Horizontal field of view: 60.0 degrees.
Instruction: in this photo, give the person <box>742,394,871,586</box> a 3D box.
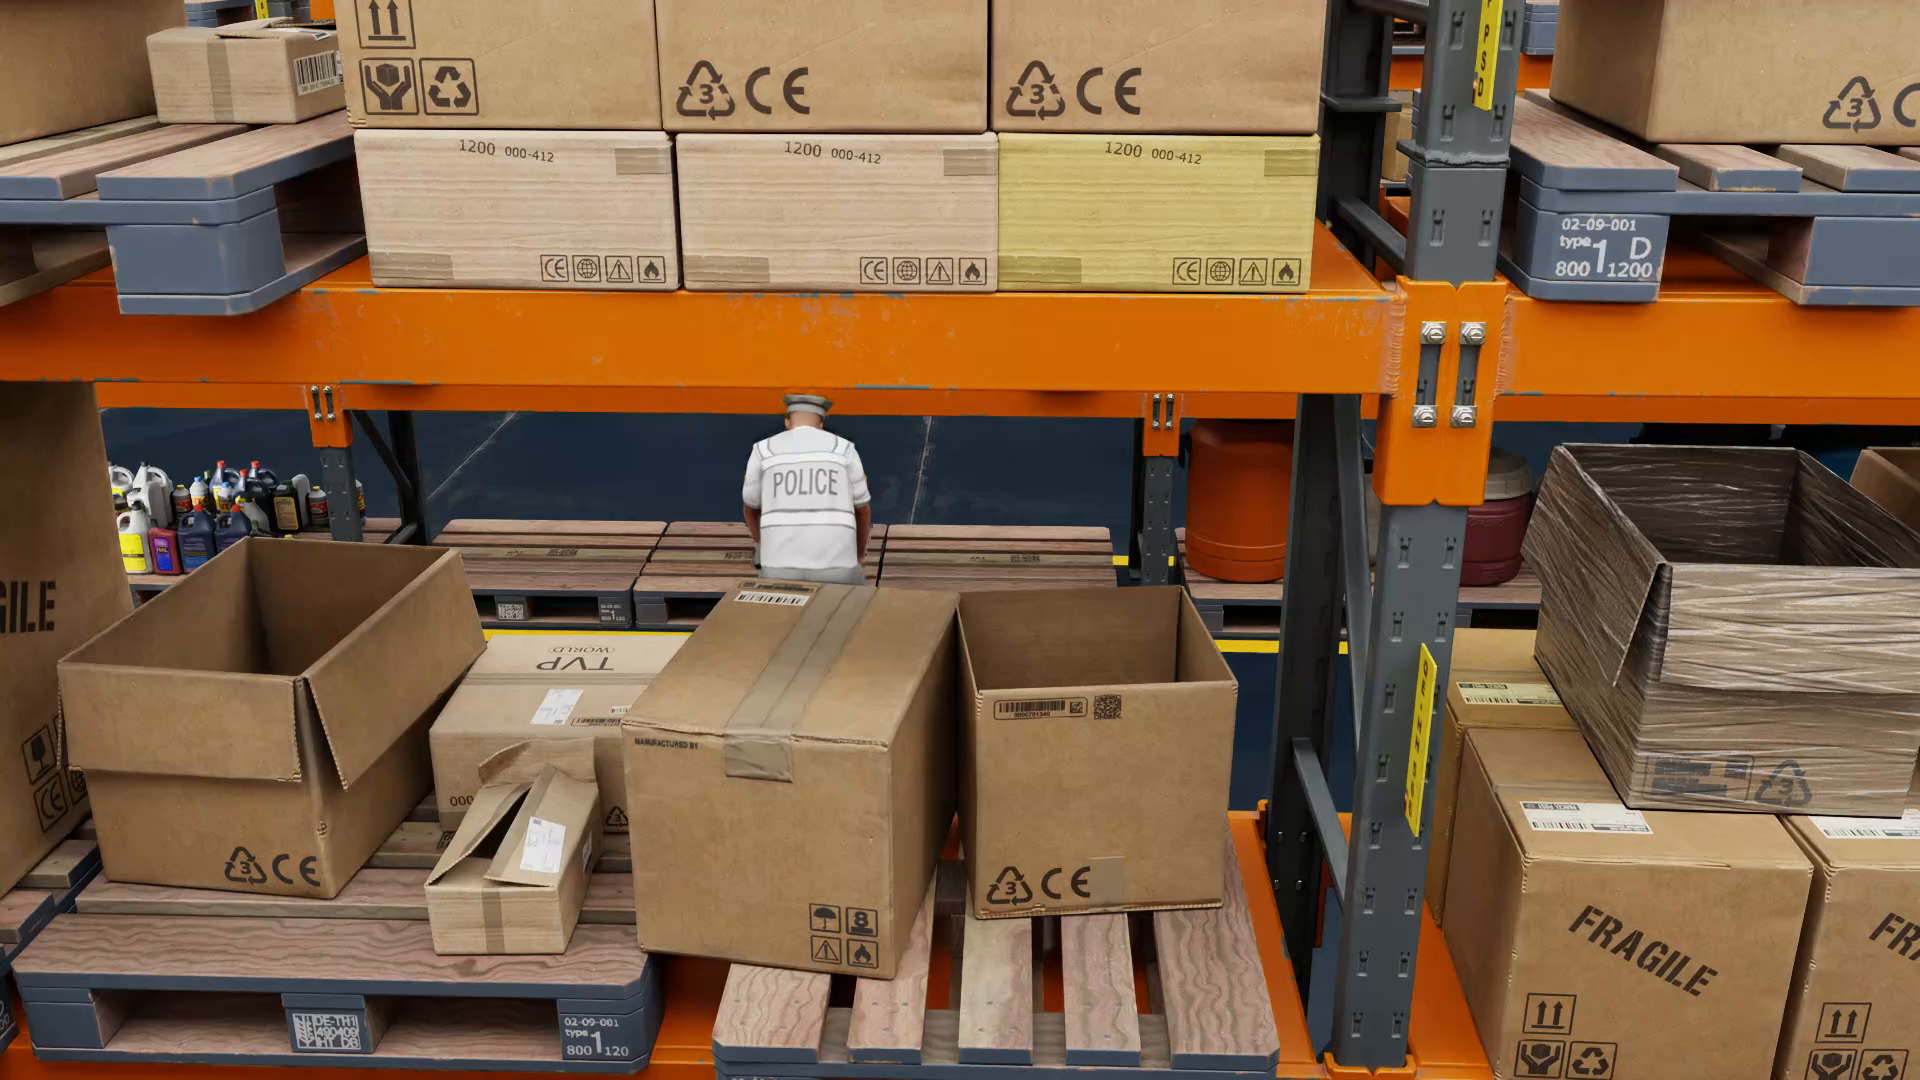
[{"bbox_3d":[-0.708,0.035,7.598,0.588,1.321,0.855,1,21,2],"label":"person"}]
